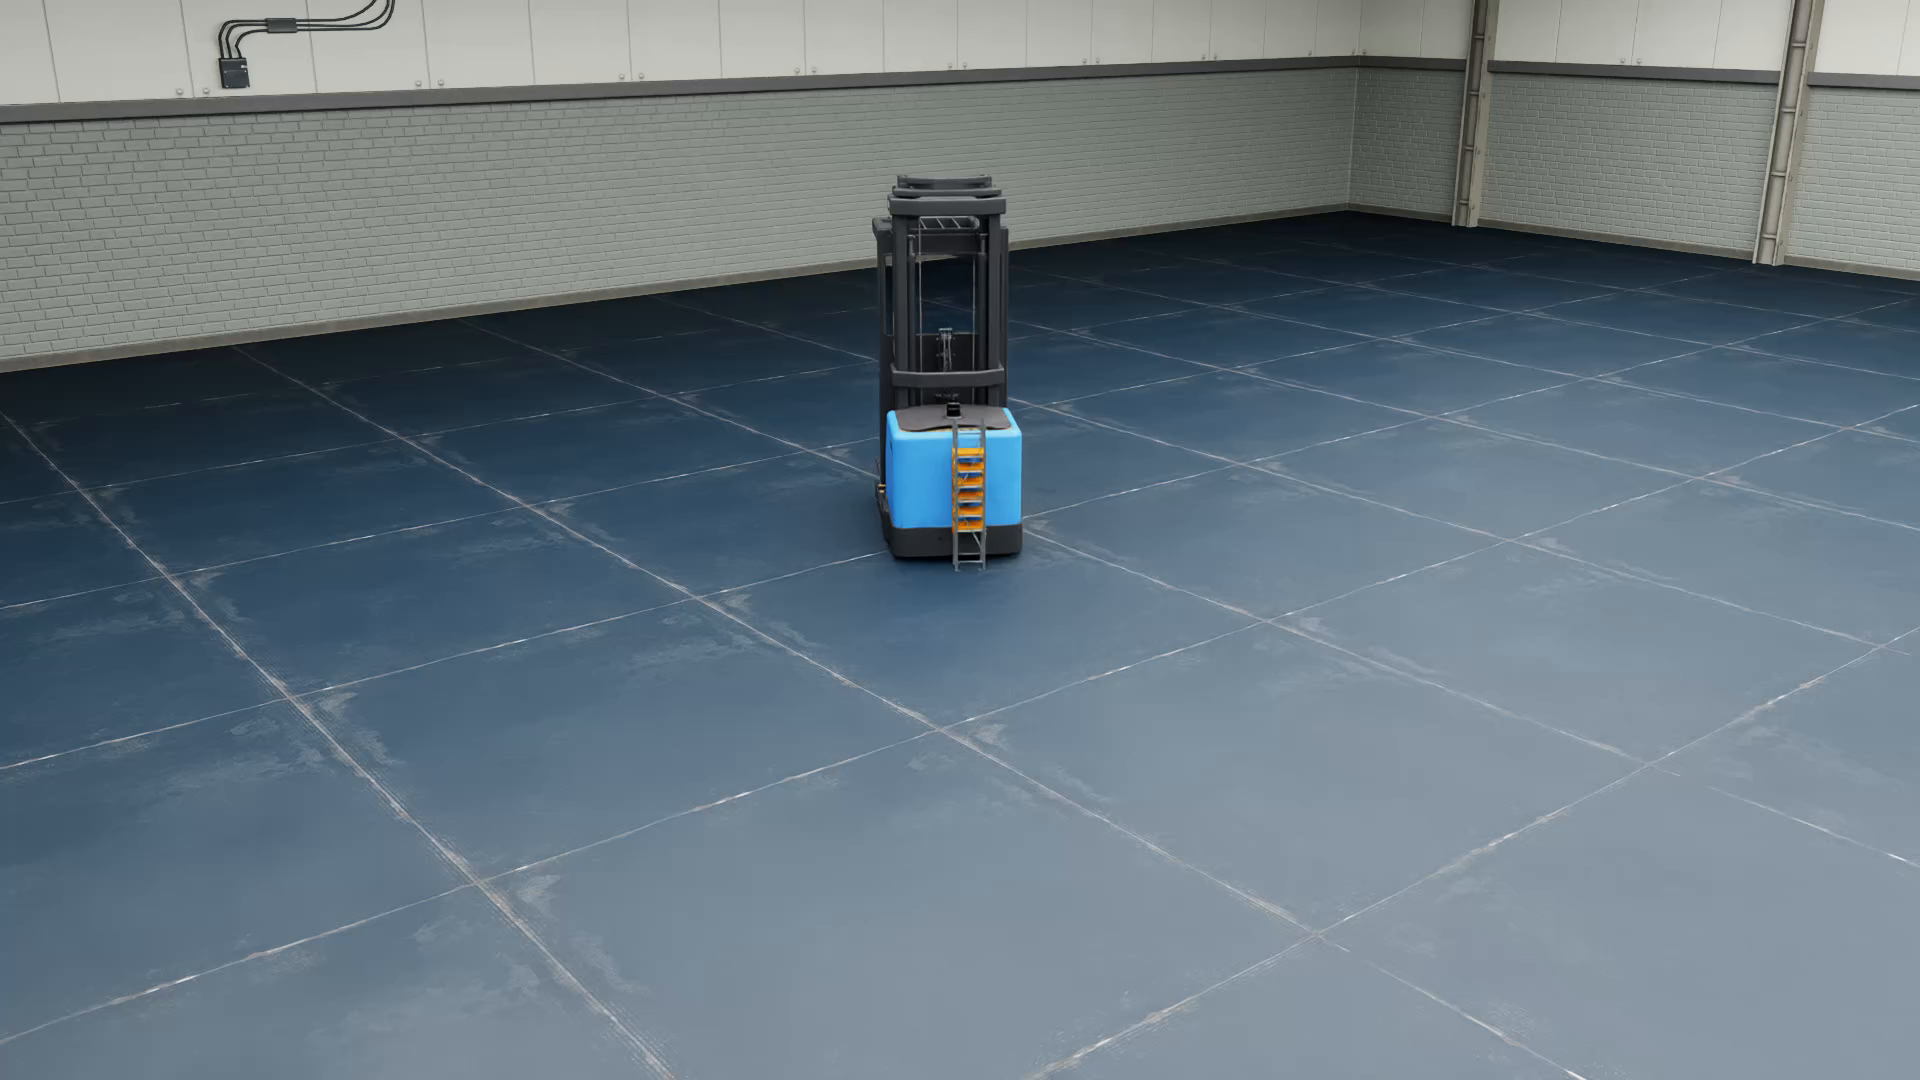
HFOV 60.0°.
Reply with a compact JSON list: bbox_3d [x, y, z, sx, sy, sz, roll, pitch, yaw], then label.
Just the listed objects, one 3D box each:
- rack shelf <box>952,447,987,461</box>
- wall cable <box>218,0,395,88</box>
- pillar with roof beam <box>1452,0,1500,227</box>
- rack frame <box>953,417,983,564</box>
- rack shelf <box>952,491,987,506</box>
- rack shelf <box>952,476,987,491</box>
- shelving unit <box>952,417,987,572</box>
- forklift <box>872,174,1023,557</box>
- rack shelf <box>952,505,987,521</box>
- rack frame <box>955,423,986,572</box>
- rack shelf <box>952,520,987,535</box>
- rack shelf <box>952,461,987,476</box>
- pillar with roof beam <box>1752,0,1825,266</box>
[{"bbox_3d":[0.072,-0.650,12.914,0.258,0.103,0.180,-2,18,-6],"label":"rack shelf"},{"bbox_3d":[-8.225,-8.681,20.354,2.305,6.003,0.169,-14,23,-36],"label":"wall cable"},{"bbox_3d":[6.433,-9.542,28.363,9.100,9.000,0.400,-14,23,-36],"label":"pillar with roof beam"},{"bbox_3d":[0.062,-0.379,13.100,0.240,1.200,0.006,-2,18,-6],"label":"rack frame"},{"bbox_3d":[0.072,-0.309,13.027,0.258,0.103,0.180,-2,18,-6],"label":"rack shelf"},{"bbox_3d":[0.072,-0.423,12.990,0.258,0.103,0.180,-2,18,-6],"label":"rack shelf"},{"bbox_3d":[0.072,-0.351,13.013,0.258,1.200,0.189,-2,18,-6],"label":"shelving unit"},{"bbox_3d":[-0.169,-1.674,14.256,1.130,2.935,3.031,-2,18,-6],"label":"forklift"},{"bbox_3d":[0.072,-0.195,13.065,0.258,0.103,0.180,-2,18,-6],"label":"rack shelf"},{"bbox_3d":[0.081,-0.322,12.927,0.240,1.200,0.006,-2,18,-6],"label":"rack frame"},{"bbox_3d":[0.072,-0.081,13.103,0.258,0.103,0.180,-2,18,-6],"label":"rack shelf"},{"bbox_3d":[0.072,-0.537,12.952,0.258,0.103,0.180,-2,18,-6],"label":"rack shelf"},{"bbox_3d":[10.159,-8.063,23.898,9.100,9.000,0.400,-14,23,-36],"label":"pillar with roof beam"}]
